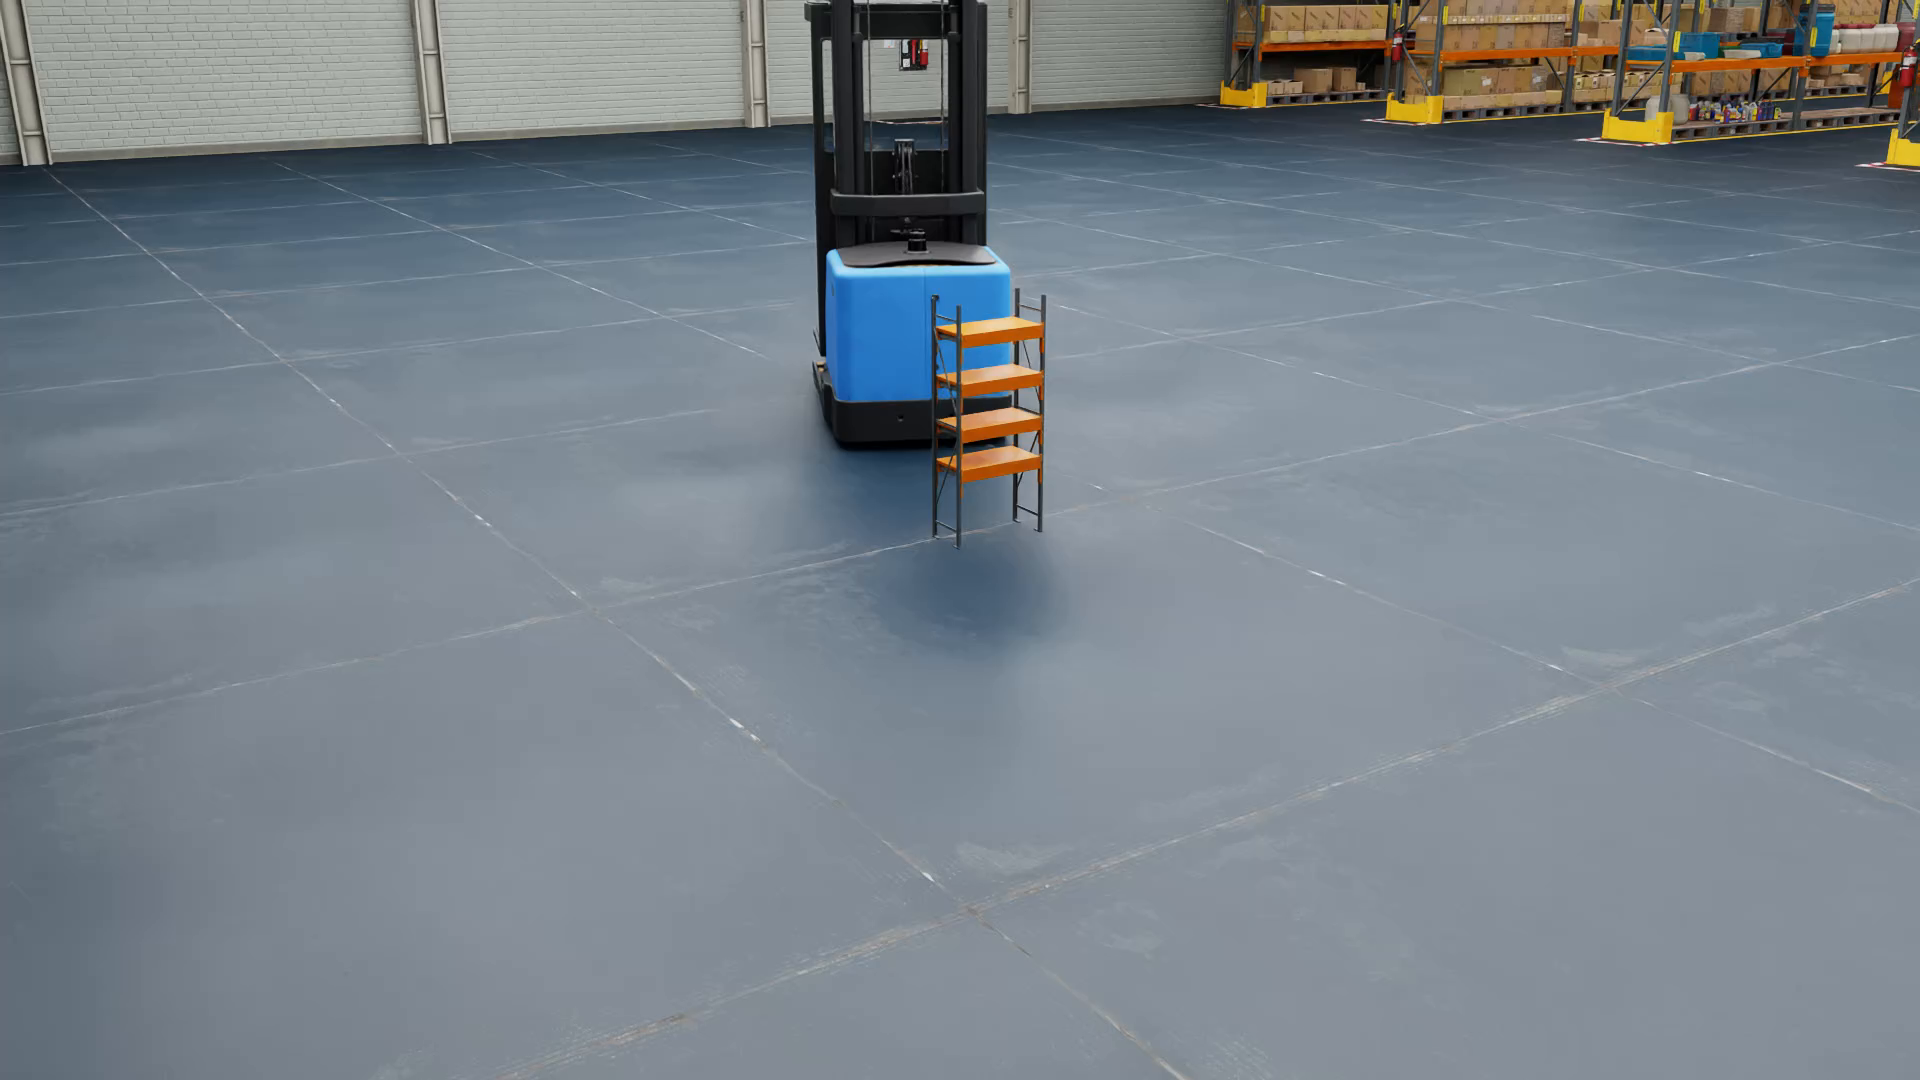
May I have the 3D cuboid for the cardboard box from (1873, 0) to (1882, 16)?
[{"bbox_3d":[21.572,-12.694,39.391,0.500,0.500,0.500,-11,22,-30],"label":"cardboard box"}]

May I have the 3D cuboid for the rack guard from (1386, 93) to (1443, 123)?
[{"bbox_3d":[8.831,-8.407,32.332,0.348,0.500,1.175,-12,22,-31],"label":"rack guard"}]

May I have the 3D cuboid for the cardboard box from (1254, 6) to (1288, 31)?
[{"bbox_3d":[6.688,-11.217,35.773,0.500,0.500,0.500,-12,22,-31],"label":"cardboard box"}]

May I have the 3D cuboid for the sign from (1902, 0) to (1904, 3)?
[{"bbox_3d":[22.503,-12.960,39.595,0.005,0.325,0.100,-12,22,-31],"label":"sign"}]

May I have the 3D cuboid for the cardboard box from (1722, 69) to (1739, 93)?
[{"bbox_3d":[16.926,-10.213,36.988,0.500,0.500,0.500,-12,22,-32],"label":"cardboard box"}]

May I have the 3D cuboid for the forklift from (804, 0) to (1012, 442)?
[{"bbox_3d":[-0.409,-2.391,10.739,1.130,2.935,3.031,-3,19,-8],"label":"forklift"}]

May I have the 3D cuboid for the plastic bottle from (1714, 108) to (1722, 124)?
[{"bbox_3d":[13.258,-7.422,29.088,0.097,0.271,0.097,0,19,0],"label":"plastic bottle"}]

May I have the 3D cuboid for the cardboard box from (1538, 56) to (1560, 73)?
[{"bbox_3d":[14.227,-11.757,41.037,0.750,0.750,0.750,-12,22,-32],"label":"cardboard box"}]

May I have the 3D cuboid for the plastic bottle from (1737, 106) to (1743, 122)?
[{"bbox_3d":[13.797,-7.535,29.424,0.097,0.271,0.097,0,19,0],"label":"plastic bottle"}]

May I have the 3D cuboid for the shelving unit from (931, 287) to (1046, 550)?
[{"bbox_3d":[0.138,-0.598,8.139,0.503,1.200,0.258,-12,22,-31],"label":"shelving unit"}]

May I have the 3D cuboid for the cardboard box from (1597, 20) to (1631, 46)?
[{"bbox_3d":[13.701,-10.659,34.935,0.500,0.500,0.500,-12,22,-31],"label":"cardboard box"}]

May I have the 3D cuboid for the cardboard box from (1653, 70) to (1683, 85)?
[{"bbox_3d":[15.231,-10.008,35.928,0.500,0.311,0.500,-11,22,-30],"label":"cardboard box"}]

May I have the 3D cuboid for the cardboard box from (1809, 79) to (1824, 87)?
[{"bbox_3d":[20.060,-10.746,39.086,0.250,0.166,0.380,-12,22,-31],"label":"cardboard box"}]

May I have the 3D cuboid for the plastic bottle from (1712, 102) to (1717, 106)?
[{"bbox_3d":[13.693,-7.814,30.228,0.133,0.283,0.061,-11,21,-29],"label":"plastic bottle"}]

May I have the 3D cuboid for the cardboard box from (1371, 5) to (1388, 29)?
[{"bbox_3d":[9.240,-11.752,37.355,0.500,0.500,0.500,-12,22,-32],"label":"cardboard box"}]

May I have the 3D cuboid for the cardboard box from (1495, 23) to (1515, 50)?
[{"bbox_3d":[10.540,-9.995,32.970,0.500,0.500,0.700,-11,22,-30],"label":"cardboard box"}]

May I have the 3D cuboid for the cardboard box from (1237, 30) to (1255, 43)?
[{"bbox_3d":[6.408,-10.992,36.279,0.500,0.250,0.500,-12,22,-31],"label":"cardboard box"}]

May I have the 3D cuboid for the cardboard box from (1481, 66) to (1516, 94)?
[{"bbox_3d":[10.676,-9.146,33.080,0.500,0.500,0.500,-12,22,-31],"label":"cardboard box"}]

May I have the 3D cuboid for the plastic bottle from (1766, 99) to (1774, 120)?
[{"bbox_3d":[14.534,-7.737,29.897,0.185,0.351,0.144,-13,22,-33],"label":"plastic bottle"}]

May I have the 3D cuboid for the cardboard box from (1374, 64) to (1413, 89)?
[{"bbox_3d":[10.070,-10.783,38.672,0.500,0.500,0.700,-11,22,-30],"label":"cardboard box"}]

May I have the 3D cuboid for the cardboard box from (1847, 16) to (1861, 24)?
[{"bbox_3d":[20.718,-12.042,39.024,0.500,0.500,0.500,-12,22,-32],"label":"cardboard box"}]

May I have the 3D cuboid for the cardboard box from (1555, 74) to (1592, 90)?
[{"bbox_3d":[12.674,-9.468,34.330,0.500,0.311,0.500,-12,22,-31],"label":"cardboard box"}]

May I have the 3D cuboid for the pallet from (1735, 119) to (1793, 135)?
[{"bbox_3d":[14.330,-7.546,30.237,1.213,0.211,1.003,-12,22,-31],"label":"pallet"}]

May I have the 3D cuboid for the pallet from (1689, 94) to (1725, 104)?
[{"bbox_3d":[16.177,-9.805,36.918,1.213,0.211,1.003,-12,22,-31],"label":"pallet"}]

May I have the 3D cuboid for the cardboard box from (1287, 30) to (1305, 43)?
[{"bbox_3d":[7.132,-10.955,36.167,0.500,0.250,0.500,-13,22,-33],"label":"cardboard box"}]

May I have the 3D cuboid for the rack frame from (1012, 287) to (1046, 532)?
[{"bbox_3d":[0.342,-0.641,8.266,0.015,1.200,0.240,-12,22,-31],"label":"rack frame"}]

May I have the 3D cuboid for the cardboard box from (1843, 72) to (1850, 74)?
[{"bbox_3d":[21.187,-11.212,40.331,0.500,0.250,0.500,-12,22,-31],"label":"cardboard box"}]

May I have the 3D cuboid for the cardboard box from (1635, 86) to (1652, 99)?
[{"bbox_3d":[14.377,-9.563,35.487,0.500,0.250,0.500,-11,22,-30],"label":"cardboard box"}]

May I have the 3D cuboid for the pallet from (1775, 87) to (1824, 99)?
[{"bbox_3d":[19.448,-10.509,39.000,1.213,0.211,1.003,-12,22,-31],"label":"pallet"}]

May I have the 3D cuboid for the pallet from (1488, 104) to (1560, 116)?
[{"bbox_3d":[11.505,-8.850,34.093,1.213,0.211,1.003,-12,22,-31],"label":"pallet"}]

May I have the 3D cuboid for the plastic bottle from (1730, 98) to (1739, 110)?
[{"bbox_3d":[14.090,-7.858,30.254,0.185,0.351,0.144,-12,22,-31],"label":"plastic bottle"}]

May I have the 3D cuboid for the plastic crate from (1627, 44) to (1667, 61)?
[{"bbox_3d":[11.826,-8.368,28.544,0.616,0.251,0.499,-12,22,-31],"label":"plastic crate"}]

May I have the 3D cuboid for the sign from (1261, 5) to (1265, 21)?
[{"bbox_3d":[6.423,-11.185,35.293,0.005,0.325,0.100,-12,22,-31],"label":"sign"}]

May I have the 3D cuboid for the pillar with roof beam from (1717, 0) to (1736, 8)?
[{"bbox_3d":[23.634,-16.135,41.922,0.400,9.000,9.100,-12,22,-31],"label":"pillar with roof beam"}]

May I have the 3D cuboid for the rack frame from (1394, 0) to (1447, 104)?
[{"bbox_3d":[8.852,-9.595,31.944,0.127,3.000,1.000,-12,22,-31],"label":"rack frame"}]

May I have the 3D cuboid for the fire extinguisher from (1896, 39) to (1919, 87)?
[{"bbox_3d":[13.948,-7.012,24.422,0.183,0.674,0.296,-12,22,-31],"label":"fire extinguisher"}]

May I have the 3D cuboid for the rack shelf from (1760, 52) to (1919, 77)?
[{"bbox_3d":[16.584,-8.986,31.264,4.000,0.370,1.077,-12,22,-31],"label":"rack shelf"}]

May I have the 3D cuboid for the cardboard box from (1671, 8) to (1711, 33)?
[{"bbox_3d":[15.997,-11.392,36.446,0.700,0.500,0.500,14,23,35],"label":"cardboard box"}]

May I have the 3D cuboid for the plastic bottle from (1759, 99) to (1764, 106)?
[{"bbox_3d":[14.455,-7.776,30.011,0.185,0.351,0.144,-12,22,-31],"label":"plastic bottle"}]

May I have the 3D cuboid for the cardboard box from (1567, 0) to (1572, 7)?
[{"bbox_3d":[14.613,-13.169,40.690,0.500,0.250,0.500,-12,22,-33],"label":"cardboard box"}]

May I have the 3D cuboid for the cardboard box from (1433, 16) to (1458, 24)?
[{"bbox_3d":[9.298,-9.962,31.858,0.250,0.149,0.380,-12,22,-32],"label":"cardboard box"}]

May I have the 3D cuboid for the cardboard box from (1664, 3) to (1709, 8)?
[{"bbox_3d":[19.066,-13.788,43.876,0.700,0.700,0.980,-11,21,-29],"label":"cardboard box"}]

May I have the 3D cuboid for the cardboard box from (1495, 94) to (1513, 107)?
[{"bbox_3d":[10.675,-8.791,33.201,0.500,0.250,0.500,-12,22,-31],"label":"cardboard box"}]

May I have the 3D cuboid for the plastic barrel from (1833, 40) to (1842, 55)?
[{"bbox_3d":[16.103,-9.101,30.697,0.301,0.262,0.301,0,19,0],"label":"plastic barrel"}]

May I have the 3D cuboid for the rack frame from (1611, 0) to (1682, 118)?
[{"bbox_3d":[11.573,-8.270,28.023,0.127,3.000,1.000,-12,22,-31],"label":"rack frame"}]

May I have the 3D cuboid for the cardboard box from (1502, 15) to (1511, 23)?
[{"bbox_3d":[10.582,-10.232,32.658,0.250,0.149,0.380,-12,22,-31],"label":"cardboard box"}]

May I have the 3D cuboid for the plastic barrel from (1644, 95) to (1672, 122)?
[{"bbox_3d":[12.080,-7.427,28.757,0.421,0.512,0.421,0,19,0],"label":"plastic barrel"}]

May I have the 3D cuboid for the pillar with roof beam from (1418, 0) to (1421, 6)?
[{"bbox_3d":[13.612,-14.022,35.670,0.400,9.000,9.100,-12,22,-31],"label":"pillar with roof beam"}]

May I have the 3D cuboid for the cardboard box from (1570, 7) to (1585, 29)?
[{"bbox_3d":[15.054,-12.904,41.078,0.500,0.500,0.500,-12,22,-31],"label":"cardboard box"}]

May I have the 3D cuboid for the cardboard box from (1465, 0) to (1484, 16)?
[{"bbox_3d":[9.729,-10.440,32.259,0.500,0.500,0.700,-13,22,-33],"label":"cardboard box"}]

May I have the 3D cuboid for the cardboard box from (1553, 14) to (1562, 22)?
[{"bbox_3d":[11.875,-10.506,33.470,0.250,0.149,0.380,-12,22,-33],"label":"cardboard box"}]

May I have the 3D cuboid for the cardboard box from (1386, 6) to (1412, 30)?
[{"bbox_3d":[9.908,-11.961,38.097,0.500,0.500,0.700,-12,22,-31],"label":"cardboard box"}]
